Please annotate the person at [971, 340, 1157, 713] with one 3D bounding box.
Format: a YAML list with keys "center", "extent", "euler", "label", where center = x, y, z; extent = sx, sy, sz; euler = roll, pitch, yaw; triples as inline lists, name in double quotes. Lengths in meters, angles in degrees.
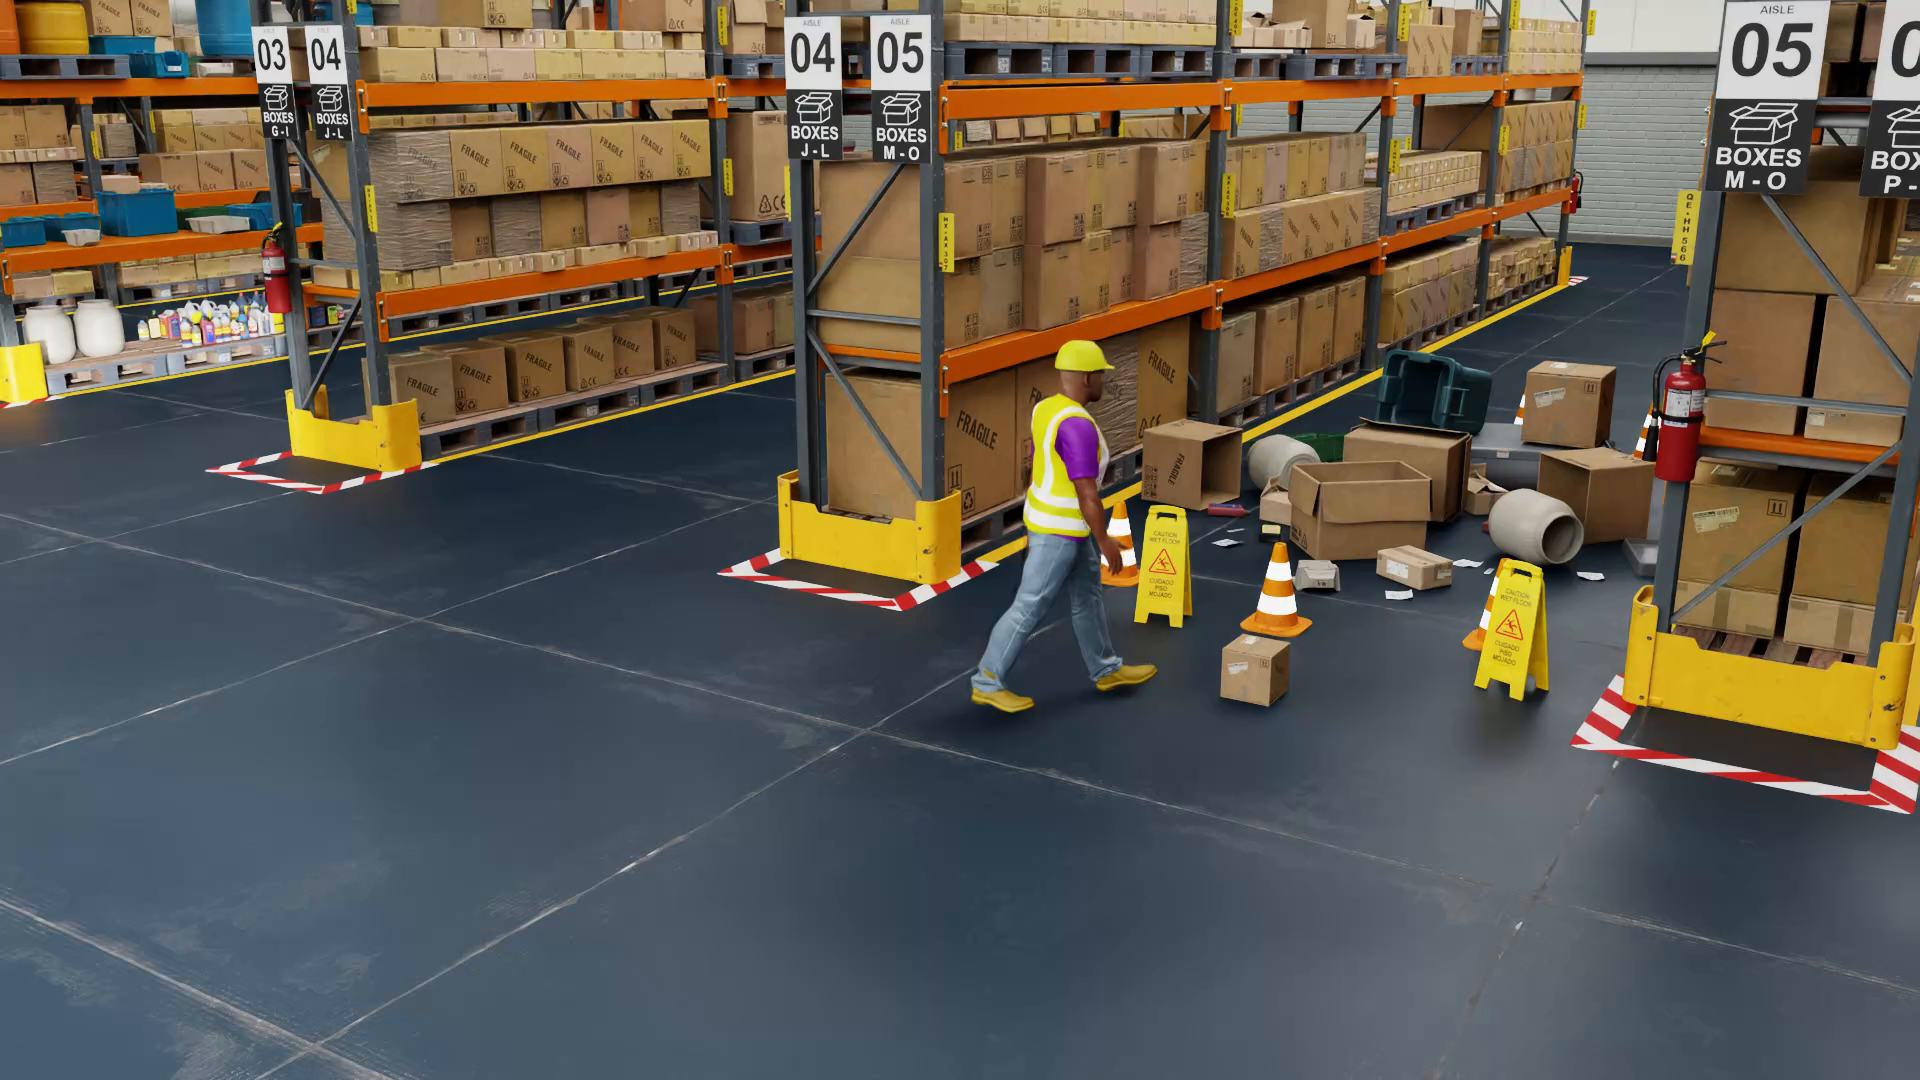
- center: [0.510, -0.059, 7.717]
  extent: [0.925, 1.735, 0.582]
  euler: [-1, 16, -2]
  label: "person"
